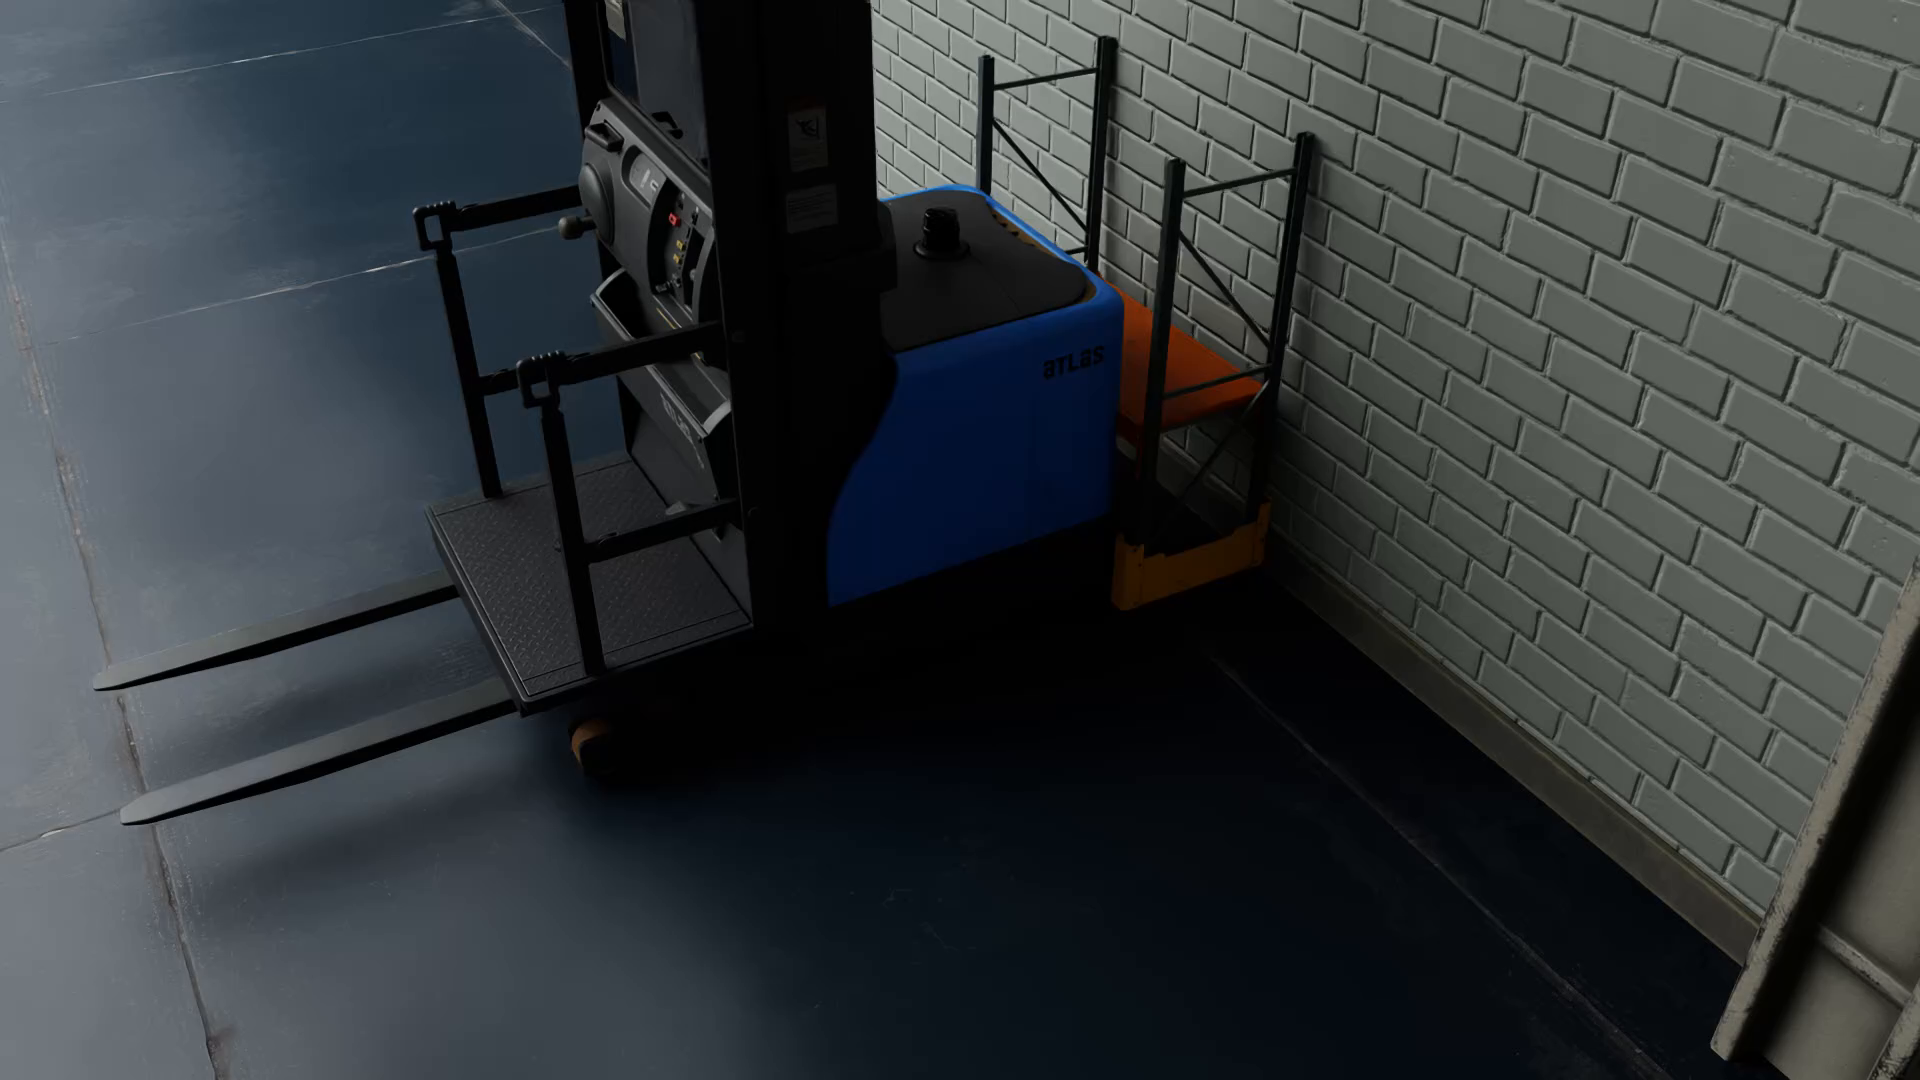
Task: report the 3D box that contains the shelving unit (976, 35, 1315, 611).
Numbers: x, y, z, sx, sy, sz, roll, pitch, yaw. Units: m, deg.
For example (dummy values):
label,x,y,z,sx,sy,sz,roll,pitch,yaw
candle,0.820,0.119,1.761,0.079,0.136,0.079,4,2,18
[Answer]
label,x,y,z,sx,sy,sz,roll,pitch,yaw
shelving unit,0.520,-0.732,5.450,0.587,1.500,1.083,-17,38,-25

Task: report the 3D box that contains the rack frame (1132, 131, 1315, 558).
label,x,y,z,sx,sy,sz,roll,pitch,yaw
rack frame,0.780,-0.479,5.081,0.500,1.500,0.032,-17,38,-25

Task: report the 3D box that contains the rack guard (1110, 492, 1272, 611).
label,x,y,z,sx,sy,sz,roll,pitch,yaw
rack guard,0.759,0.031,5.443,0.587,0.250,0.087,-17,38,-25

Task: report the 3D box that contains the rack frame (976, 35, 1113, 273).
label,x,y,z,sx,sy,sz,roll,pitch,yaw
rack frame,0.270,-0.976,5.807,0.500,1.500,0.032,-17,38,-25

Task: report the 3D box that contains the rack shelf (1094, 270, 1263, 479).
label,x,y,z,sx,sy,sz,roll,pitch,yaw
rack shelf,0.522,-0.578,5.544,0.538,0.185,1.000,-17,38,-25

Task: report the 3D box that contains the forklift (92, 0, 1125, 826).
label,x,y,z,sx,sy,sz,roll,pitch,yaw
forklift,-1.033,-0.864,4.448,3.031,2.935,1.130,-18,40,-23
